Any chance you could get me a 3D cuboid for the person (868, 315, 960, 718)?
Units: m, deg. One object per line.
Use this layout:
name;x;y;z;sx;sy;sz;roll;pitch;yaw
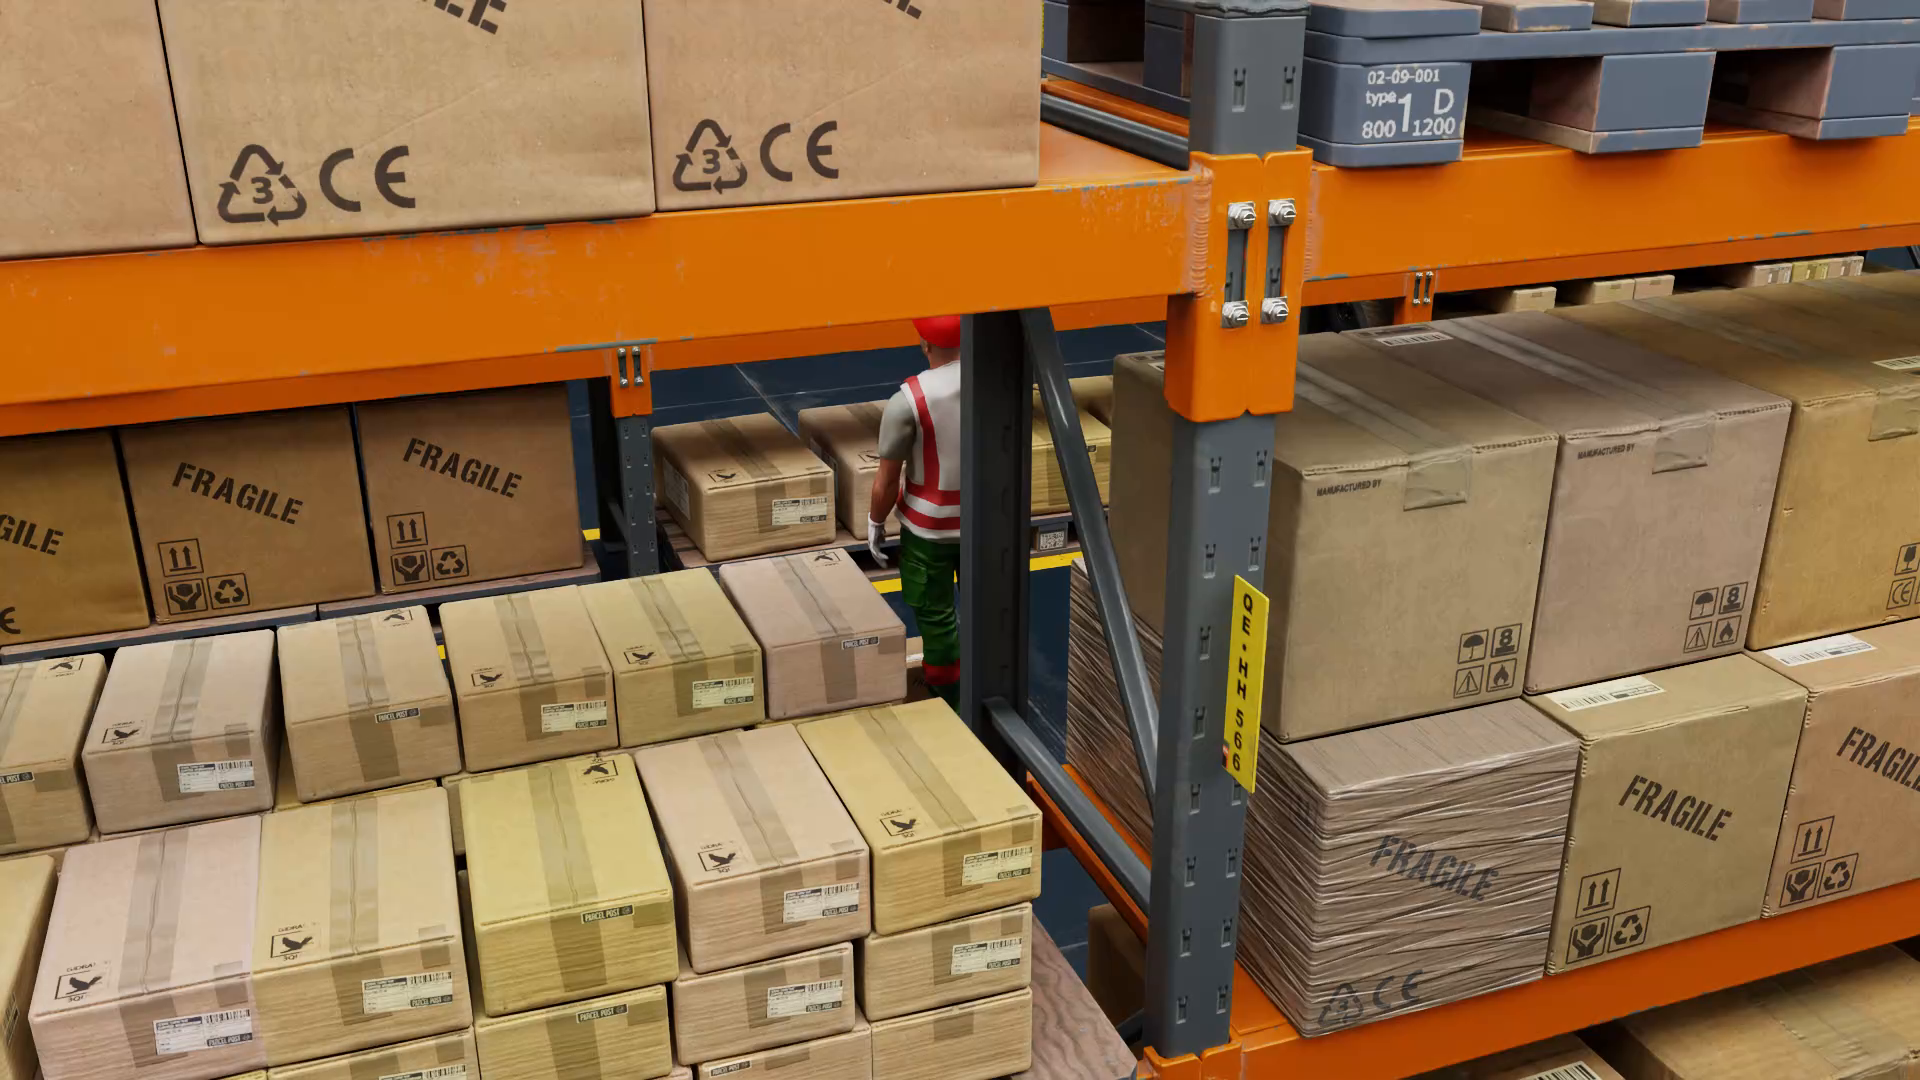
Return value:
person;-0.059;-0.096;6.271;0.638;1.789;0.562;-8;24;-19
